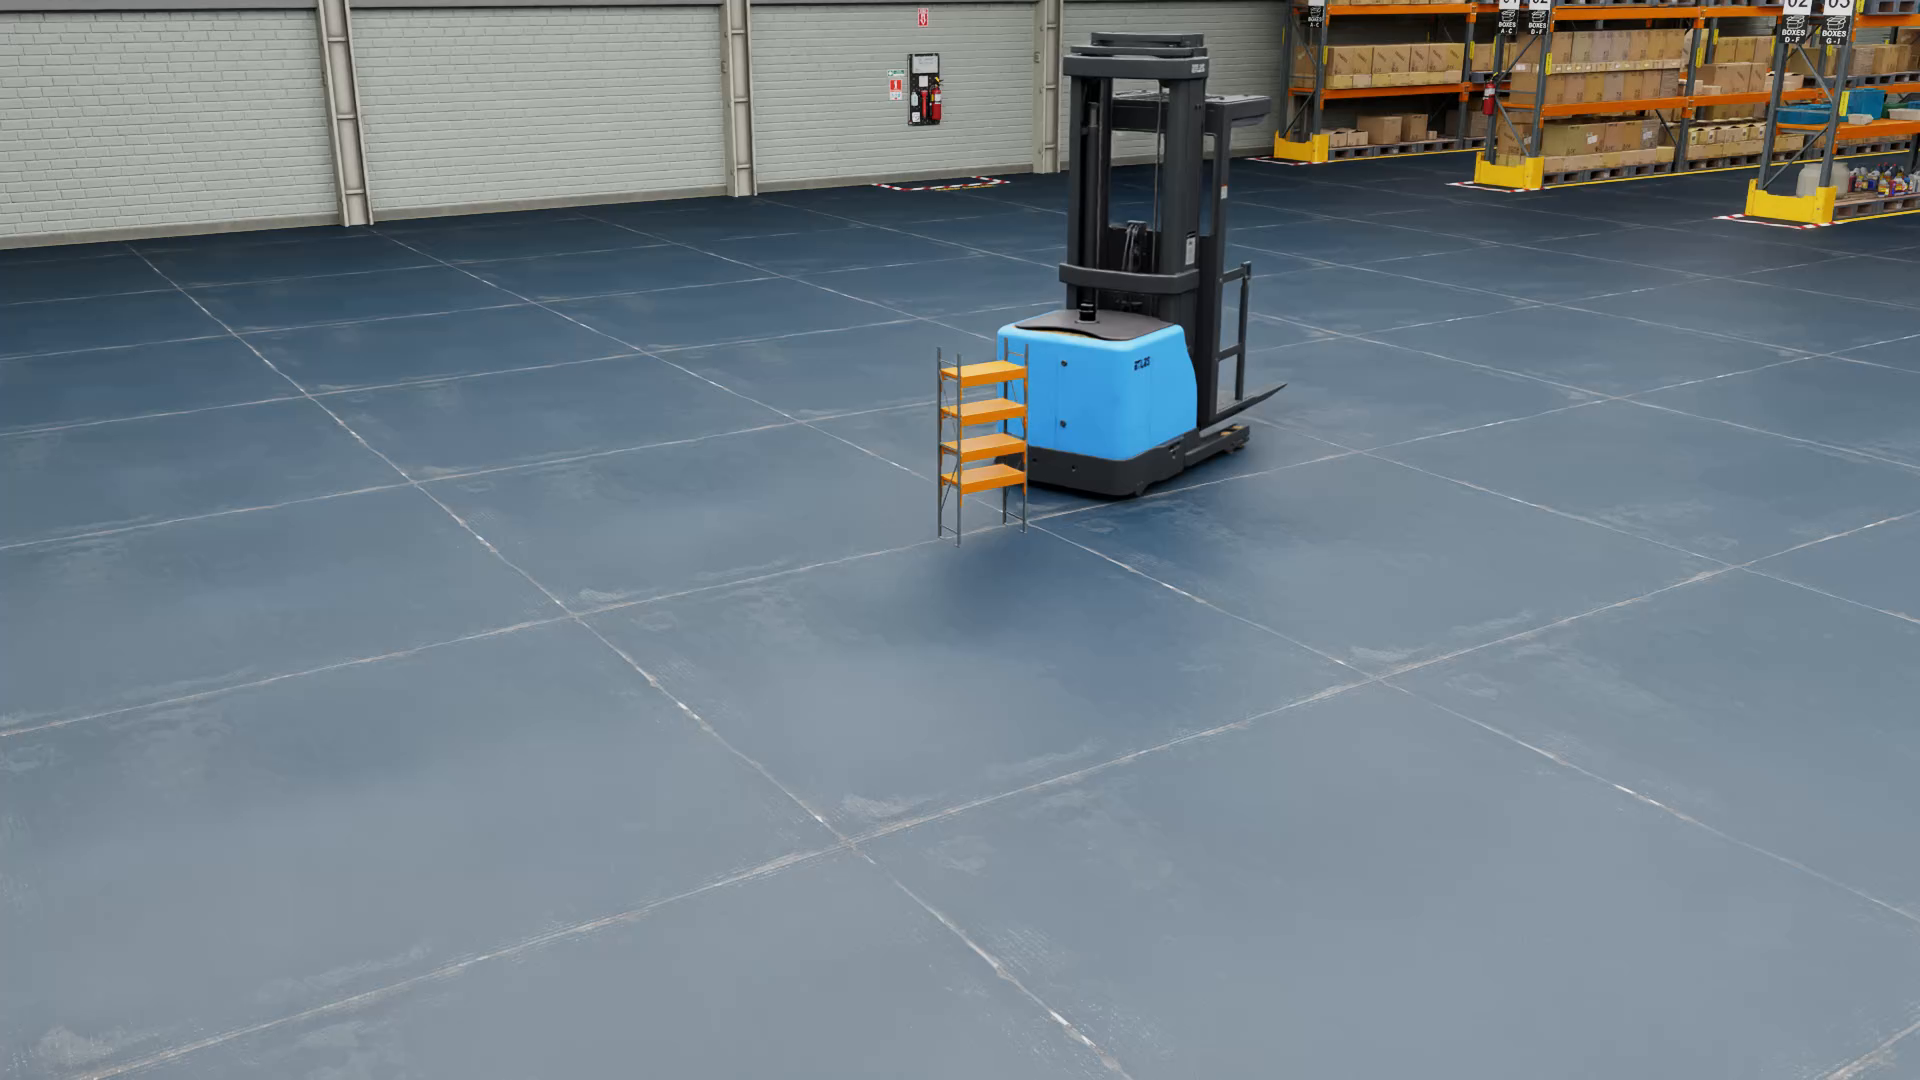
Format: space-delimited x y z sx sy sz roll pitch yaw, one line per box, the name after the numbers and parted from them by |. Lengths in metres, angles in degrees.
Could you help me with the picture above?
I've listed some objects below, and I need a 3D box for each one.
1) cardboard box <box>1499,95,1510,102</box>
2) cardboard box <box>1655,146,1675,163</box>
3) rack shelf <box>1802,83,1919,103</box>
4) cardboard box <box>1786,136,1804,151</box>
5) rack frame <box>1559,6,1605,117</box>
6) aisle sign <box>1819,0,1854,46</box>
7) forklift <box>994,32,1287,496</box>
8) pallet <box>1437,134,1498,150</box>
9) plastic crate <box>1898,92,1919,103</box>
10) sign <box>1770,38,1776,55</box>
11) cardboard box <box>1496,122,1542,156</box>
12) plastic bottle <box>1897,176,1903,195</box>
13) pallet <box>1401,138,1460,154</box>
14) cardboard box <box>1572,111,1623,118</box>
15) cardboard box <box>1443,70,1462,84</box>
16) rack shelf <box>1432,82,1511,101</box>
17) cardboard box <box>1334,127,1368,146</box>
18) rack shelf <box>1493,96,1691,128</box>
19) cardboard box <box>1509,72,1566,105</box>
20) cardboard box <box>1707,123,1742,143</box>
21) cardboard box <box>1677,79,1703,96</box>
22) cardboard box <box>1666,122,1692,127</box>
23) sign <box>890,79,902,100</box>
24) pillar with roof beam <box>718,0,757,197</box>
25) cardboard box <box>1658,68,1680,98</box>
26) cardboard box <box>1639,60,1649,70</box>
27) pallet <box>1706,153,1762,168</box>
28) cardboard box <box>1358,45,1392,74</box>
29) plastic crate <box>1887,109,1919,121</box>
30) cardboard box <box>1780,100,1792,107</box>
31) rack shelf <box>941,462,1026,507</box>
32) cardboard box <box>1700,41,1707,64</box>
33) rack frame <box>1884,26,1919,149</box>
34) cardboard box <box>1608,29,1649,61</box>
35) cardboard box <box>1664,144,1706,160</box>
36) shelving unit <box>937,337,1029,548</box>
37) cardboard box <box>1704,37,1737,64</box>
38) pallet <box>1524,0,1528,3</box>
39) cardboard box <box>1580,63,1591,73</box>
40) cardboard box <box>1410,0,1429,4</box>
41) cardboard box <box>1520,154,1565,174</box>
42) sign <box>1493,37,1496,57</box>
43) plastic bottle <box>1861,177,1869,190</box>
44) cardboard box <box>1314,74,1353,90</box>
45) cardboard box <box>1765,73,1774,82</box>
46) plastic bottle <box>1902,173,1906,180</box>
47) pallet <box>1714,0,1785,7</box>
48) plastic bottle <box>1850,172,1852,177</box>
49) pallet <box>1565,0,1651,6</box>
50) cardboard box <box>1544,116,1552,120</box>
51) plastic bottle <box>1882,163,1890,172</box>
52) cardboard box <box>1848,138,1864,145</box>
11.181 -9.071 34.439 0.500 0.250 0.500 -13 22 -33 | cardboard box
12.237 -6.819 29.368 0.500 0.250 0.500 -12 22 -31 | cardboard box
17.516 -8.778 32.650 4.000 0.370 1.077 -12 22 -31 | rack shelf
15.540 -7.505 31.399 0.500 0.250 0.500 -11 22 -30 | cardboard box
13.118 -10.091 35.410 0.127 3.000 1.000 -12 22 -31 | rack frame
11.986 -7.173 22.718 0.004 0.787 0.394 -12 22 -31 | aisle sign
1.480 -2.091 11.855 1.130 2.935 3.031 12 22 32 | forklift
10.426 -8.203 34.180 1.213 0.211 1.003 -12 22 -31 | pallet
14.718 -6.649 25.326 0.504 0.338 0.767 -12 22 -31 | plastic crate
15.539 -9.421 31.745 0.005 0.325 0.100 -12 22 -31 | sign
9.448 -6.783 28.093 0.500 0.500 0.500 -12 22 -31 | cardboard box
13.940 -5.262 24.699 0.097 0.271 0.097 0 19 0 | plastic bottle
9.235 -7.938 33.395 1.213 0.211 1.003 -12 22 -31 | pallet
13.804 -9.366 35.967 0.750 0.750 0.750 -12 22 -32 | cardboard box
9.548 -9.161 32.861 0.500 0.250 0.500 -12 22 -31 | cardboard box
11.447 -9.398 34.484 4.000 0.370 1.077 -12 22 -31 | rack shelf
7.540 -7.815 32.189 0.500 0.311 0.500 -10 21 -27 | cardboard box
10.834 -7.369 28.482 4.000 0.370 1.077 -12 22 -31 | rack shelf
9.561 -7.484 27.542 0.500 0.500 0.700 -12 22 -31 | cardboard box
13.839 -7.409 30.238 0.500 0.311 0.500 -13 22 -33 | cardboard box
12.892 -8.090 29.724 0.500 0.250 0.500 -10 21 -28 | cardboard box
13.116 -7.466 30.406 0.500 0.311 0.500 -11 22 -30 | cardboard box
-1.069 -7.502 27.696 0.234 0.329 0.001 -12 22 -31 | sign
-1.109 -8.614 21.672 0.400 9.000 9.100 -12 22 -31 | pillar with roof beam
12.137 -8.030 29.157 0.500 0.500 0.700 -13 22 -33 | cardboard box
11.544 -8.133 28.449 0.250 0.149 0.380 -12 22 -32 | cardboard box
14.118 -7.098 30.910 1.213 0.211 1.003 -12 22 -31 | pallet
7.853 -9.153 31.668 0.500 0.500 0.500 -13 22 -33 | cardboard box
14.009 -6.258 24.484 0.437 0.136 0.530 -12 22 -31 | plastic crate
19.269 -10.365 39.468 0.500 0.500 0.700 -12 22 -31 | cardboard box
0.138 -0.346 10.224 0.480 0.148 0.258 -12 22 -31 | rack shelf
16.211 -10.845 36.988 0.500 0.500 0.500 -12 22 -32 | cardboard box
19.186 -9.471 33.577 0.127 3.000 1.000 -12 22 -31 | rack frame
11.297 -8.467 28.424 0.500 0.500 0.700 -12 22 -31 | cardboard box
12.978 -6.963 29.796 0.500 0.250 0.500 -13 22 -33 | cardboard box
0.138 -0.598 10.139 0.503 1.200 0.258 -12 22 -31 | shelving unit
16.920 -11.029 37.716 0.700 0.700 0.980 -12 22 -31 | cardboard box
11.216 -10.982 33.656 1.003 0.211 1.213 -12 22 -31 | pallet
10.250 -7.859 27.637 0.250 0.149 0.380 -12 22 -32 | cardboard box
8.620 -10.516 31.796 0.500 0.500 0.500 -13 23 -33 | cardboard box
9.734 -6.289 27.801 0.500 0.250 0.500 -12 22 -31 | cardboard box
8.877 -8.166 27.538 0.005 0.325 0.100 -12 22 -31 | sign
13.758 -5.423 25.284 0.097 0.201 0.097 0 19 0 | plastic bottle
7.018 -8.622 31.266 0.500 0.250 0.500 -13 22 -33 | cardboard box
14.992 -8.619 31.195 0.500 0.311 0.500 -12 22 -32 | cardboard box
14.219 -5.378 25.023 0.133 0.283 0.061 -12 22 -31 | plastic bottle
14.395 -9.757 30.034 1.213 0.211 1.003 -11 21 -29 | pallet
13.403 -5.428 25.183 0.135 0.276 0.152 -12 22 -31 | plastic bottle
10.788 -9.071 27.846 1.213 0.211 1.003 -12 22 -31 | pallet
12.051 -8.915 35.147 0.500 0.500 0.700 -12 22 -31 | cardboard box
14.323 -5.659 25.750 0.185 0.351 0.144 -11 22 -30 | plastic bottle
17.238 -7.976 32.368 0.500 0.500 0.500 -12 22 -32 | cardboard box
